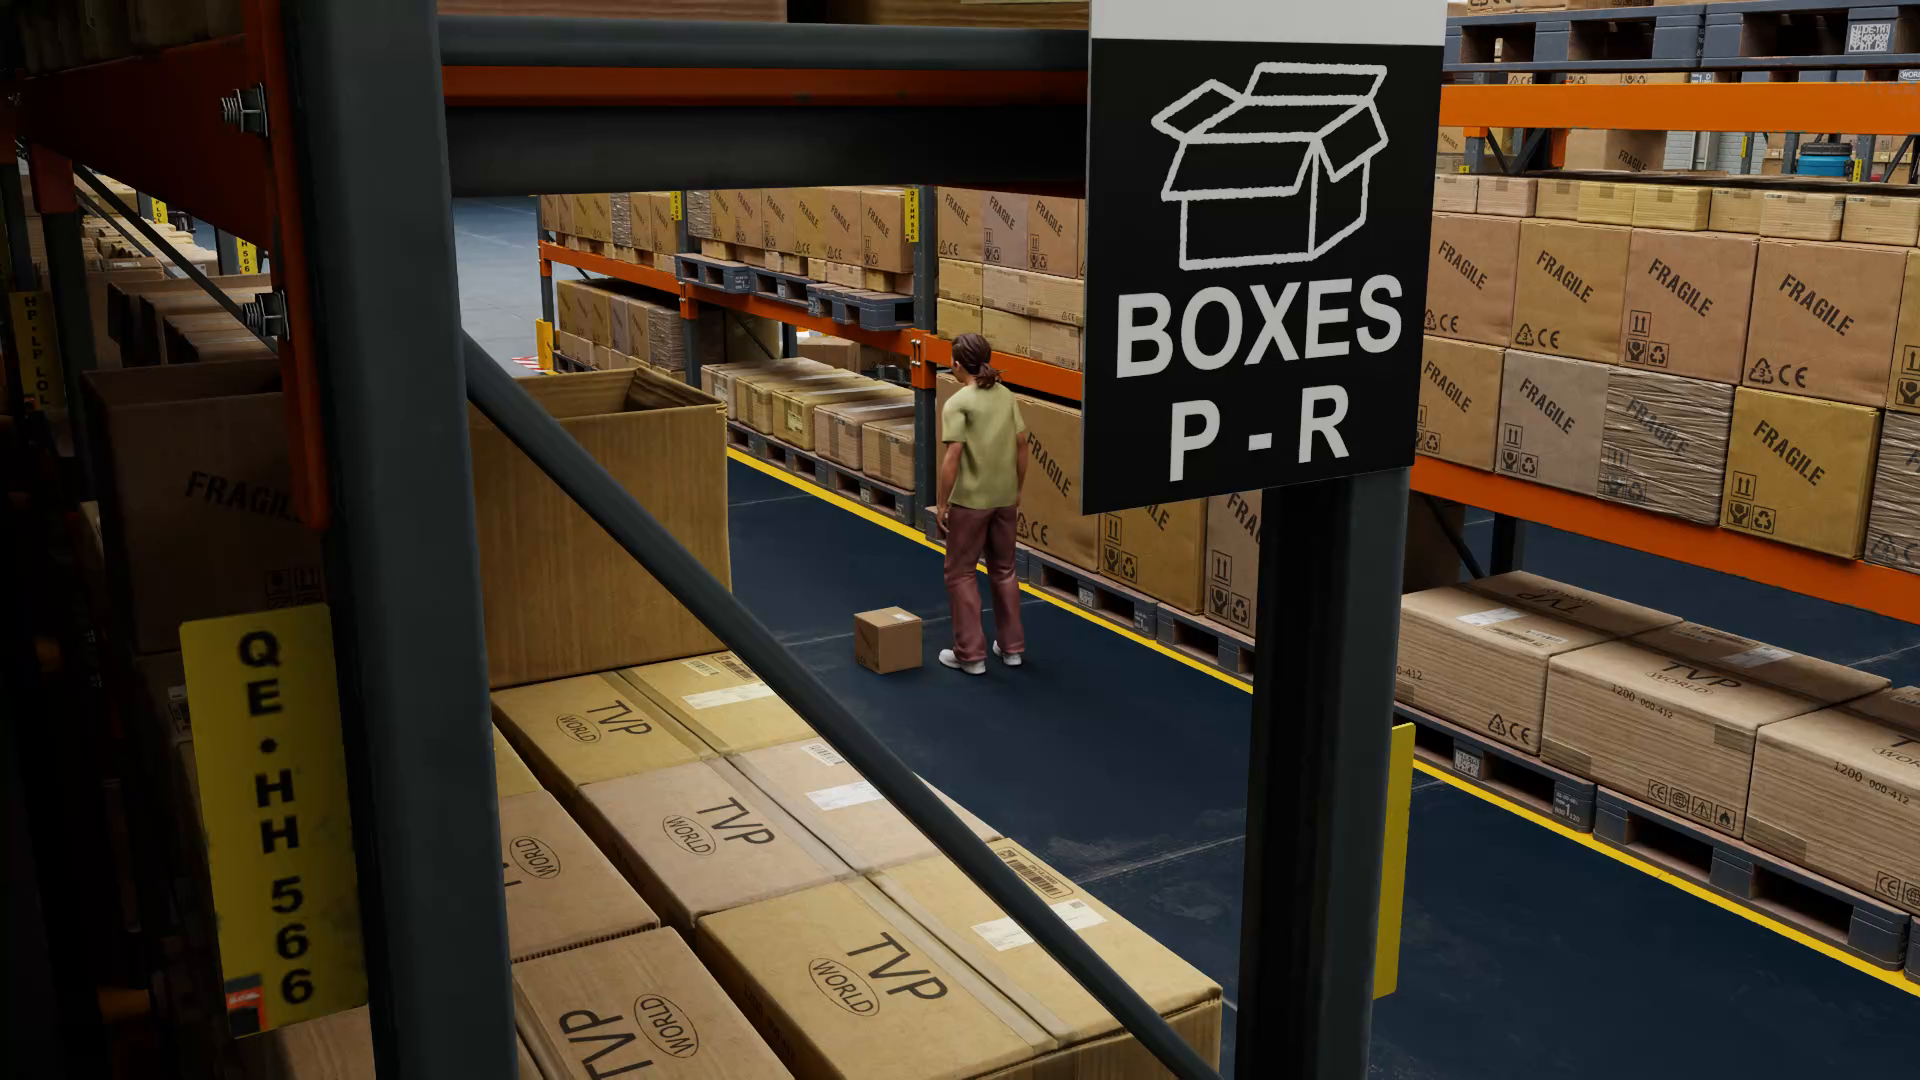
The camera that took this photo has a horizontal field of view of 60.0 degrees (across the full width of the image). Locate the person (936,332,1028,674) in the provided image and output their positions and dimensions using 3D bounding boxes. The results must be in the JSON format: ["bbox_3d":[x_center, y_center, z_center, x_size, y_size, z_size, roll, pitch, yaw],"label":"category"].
[{"bbox_3d":[0.099,-0.179,8.120,0.521,1.672,0.355,-10,18,-33],"label":"person"}]
